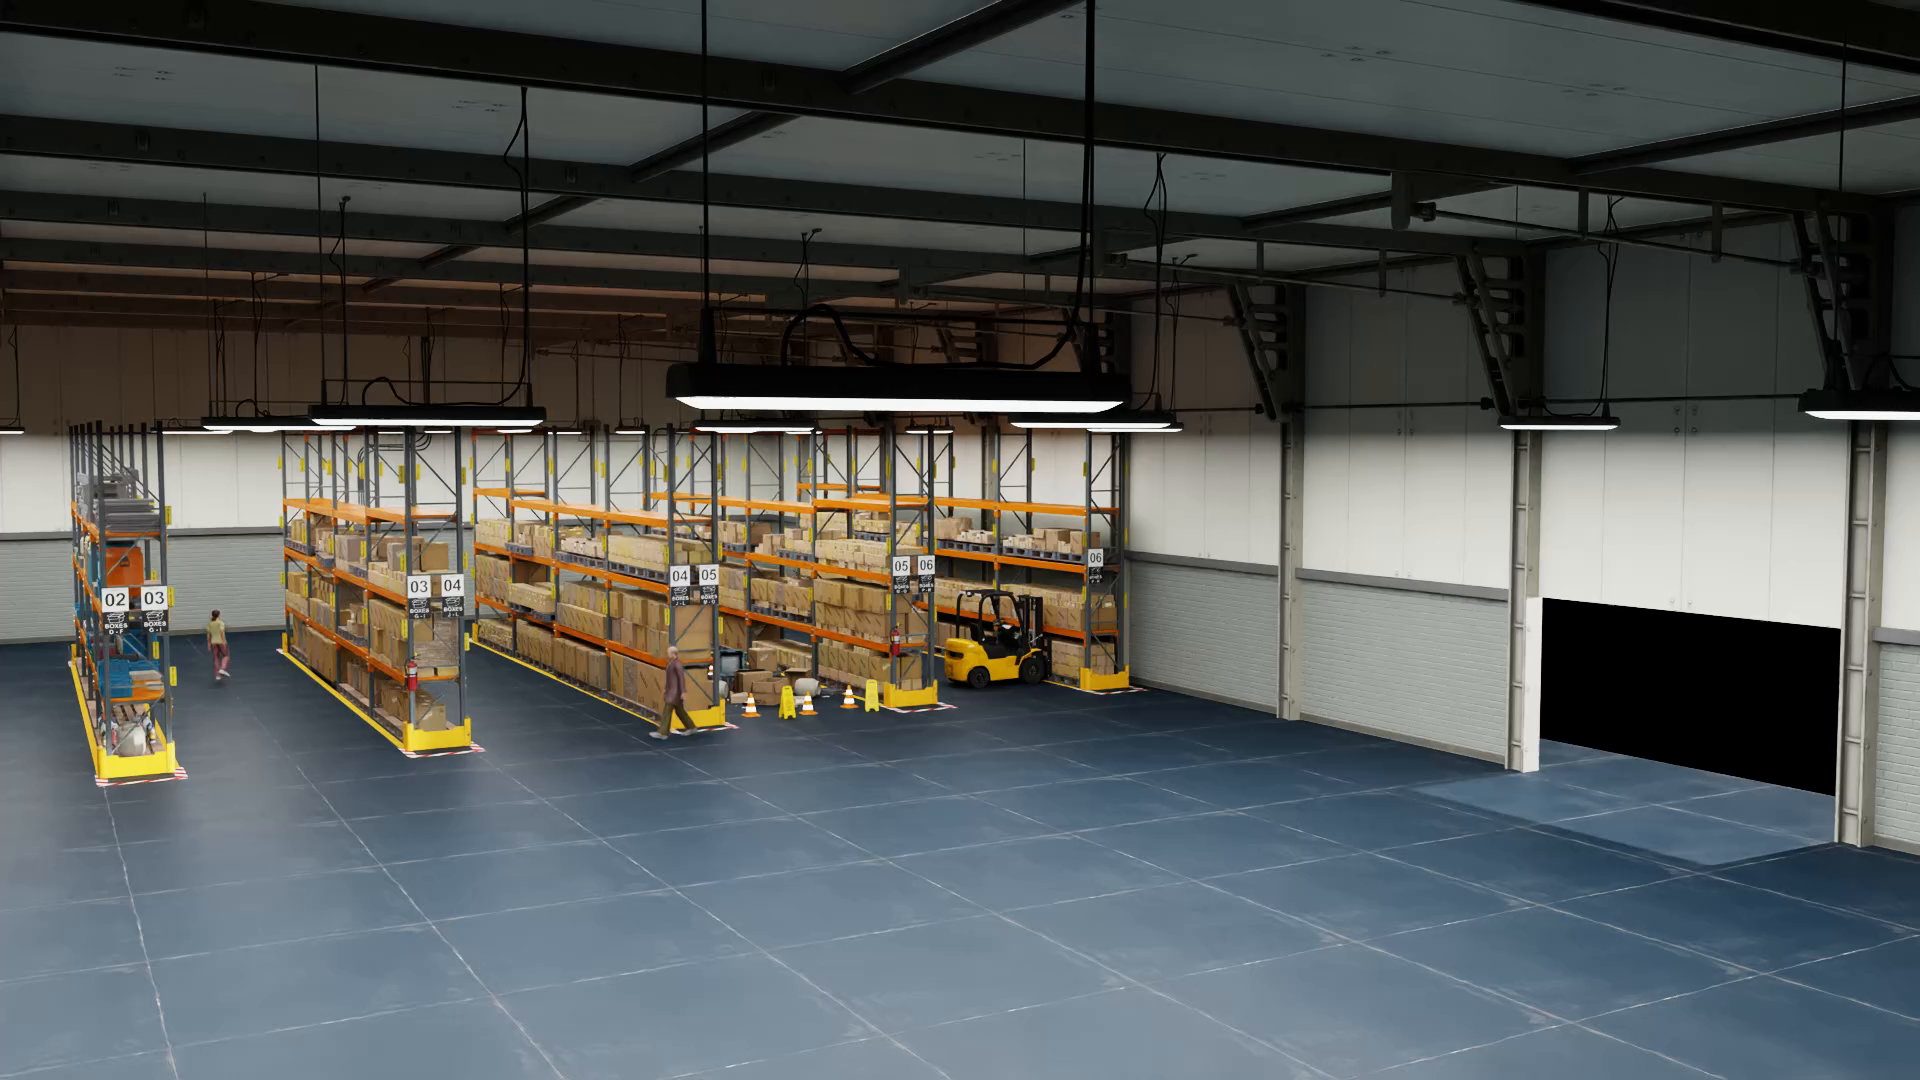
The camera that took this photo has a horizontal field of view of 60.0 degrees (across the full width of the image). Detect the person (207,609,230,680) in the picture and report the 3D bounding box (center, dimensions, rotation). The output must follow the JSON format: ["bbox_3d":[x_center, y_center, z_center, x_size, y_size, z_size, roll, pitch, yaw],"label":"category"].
[{"bbox_3d":[-17.469,2.465,39.127,0.512,1.651,0.480,-1,4,-11],"label":"person"}]

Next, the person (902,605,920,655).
[{"bbox_3d":[-1.153,2.416,40.032,0.681,1.681,0.778,-2,4,-29],"label":"person"}]

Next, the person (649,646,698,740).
[{"bbox_3d":[-5.471,2.902,31.727,0.949,1.753,0.614,-1,4,-14],"label":"person"}]
